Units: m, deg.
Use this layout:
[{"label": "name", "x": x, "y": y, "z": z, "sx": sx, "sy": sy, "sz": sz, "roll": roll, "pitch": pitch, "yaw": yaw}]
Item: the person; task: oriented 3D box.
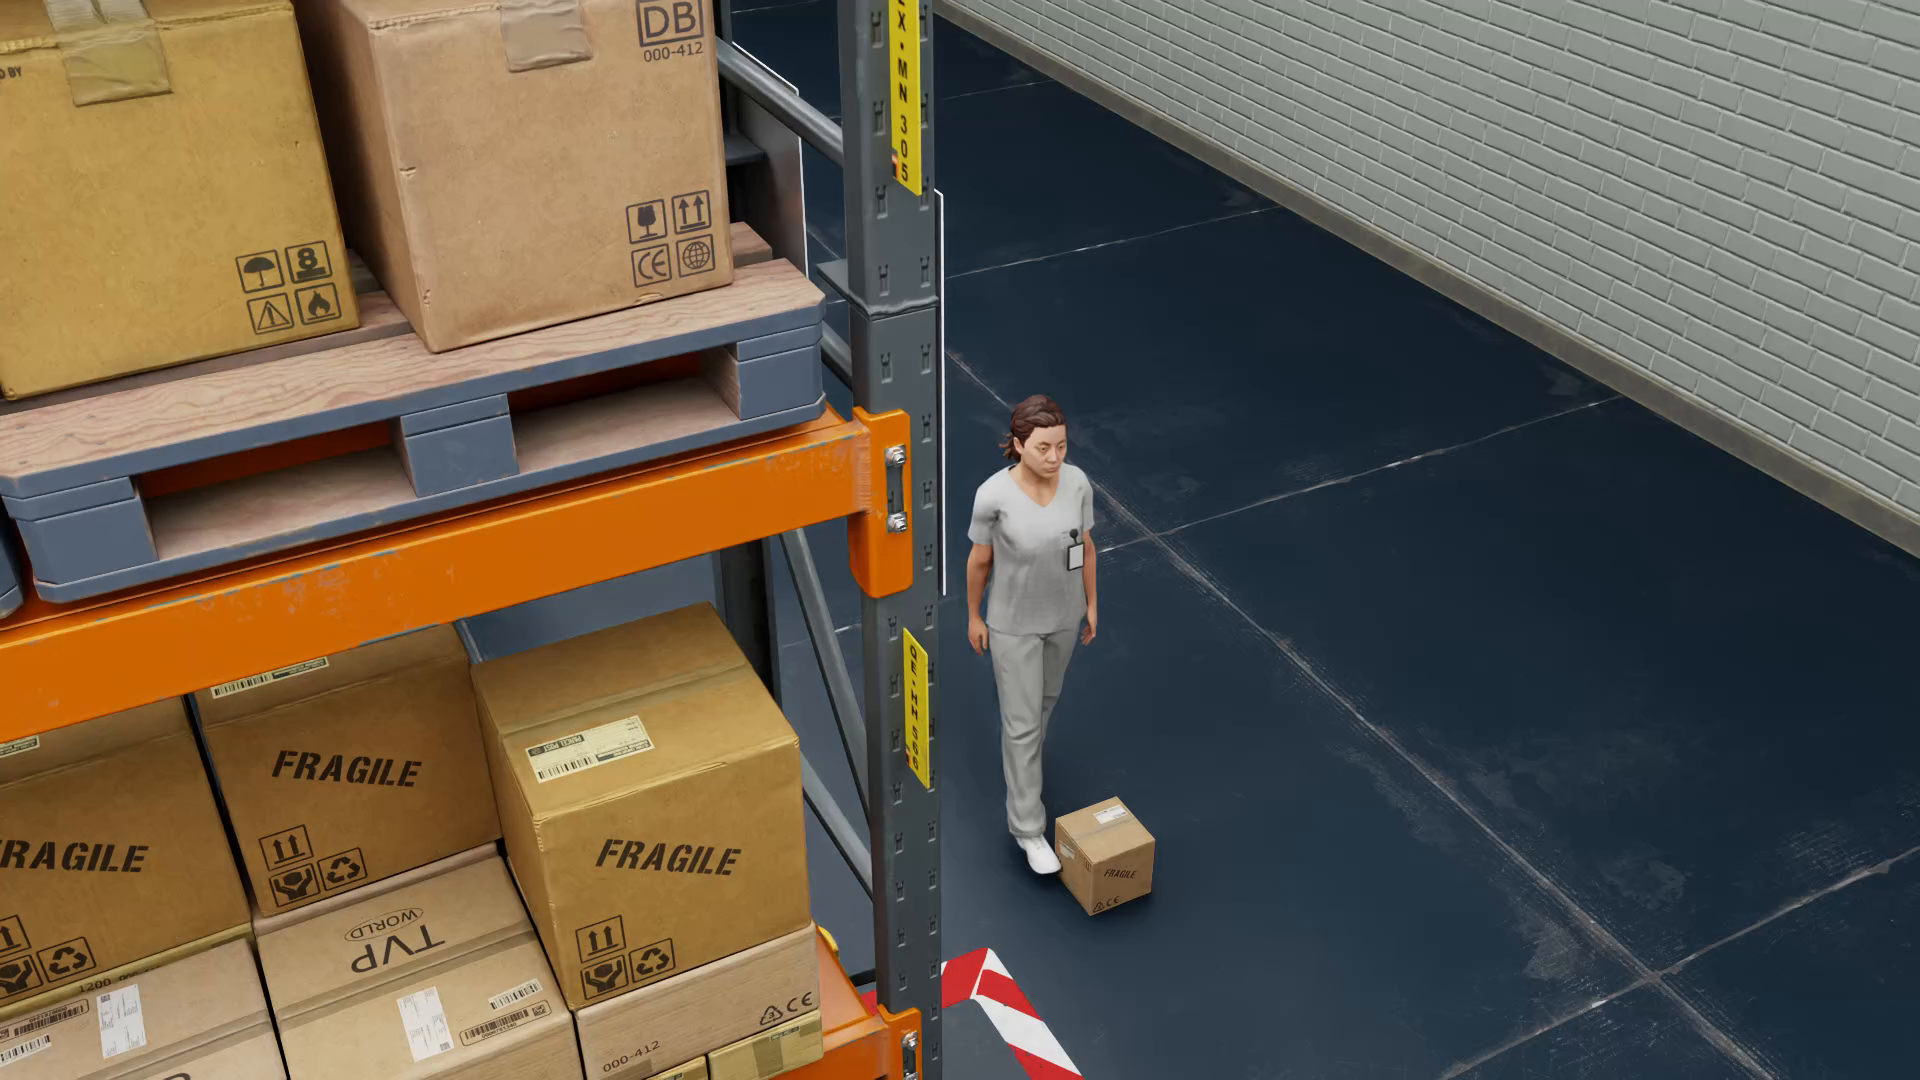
[{"label": "person", "x": 0.298, "y": 0.319, "z": 5.652, "sx": 0.453, "sy": 1.657, "sz": 0.716, "roll": -12, "pitch": 35, "yaw": -17}]
